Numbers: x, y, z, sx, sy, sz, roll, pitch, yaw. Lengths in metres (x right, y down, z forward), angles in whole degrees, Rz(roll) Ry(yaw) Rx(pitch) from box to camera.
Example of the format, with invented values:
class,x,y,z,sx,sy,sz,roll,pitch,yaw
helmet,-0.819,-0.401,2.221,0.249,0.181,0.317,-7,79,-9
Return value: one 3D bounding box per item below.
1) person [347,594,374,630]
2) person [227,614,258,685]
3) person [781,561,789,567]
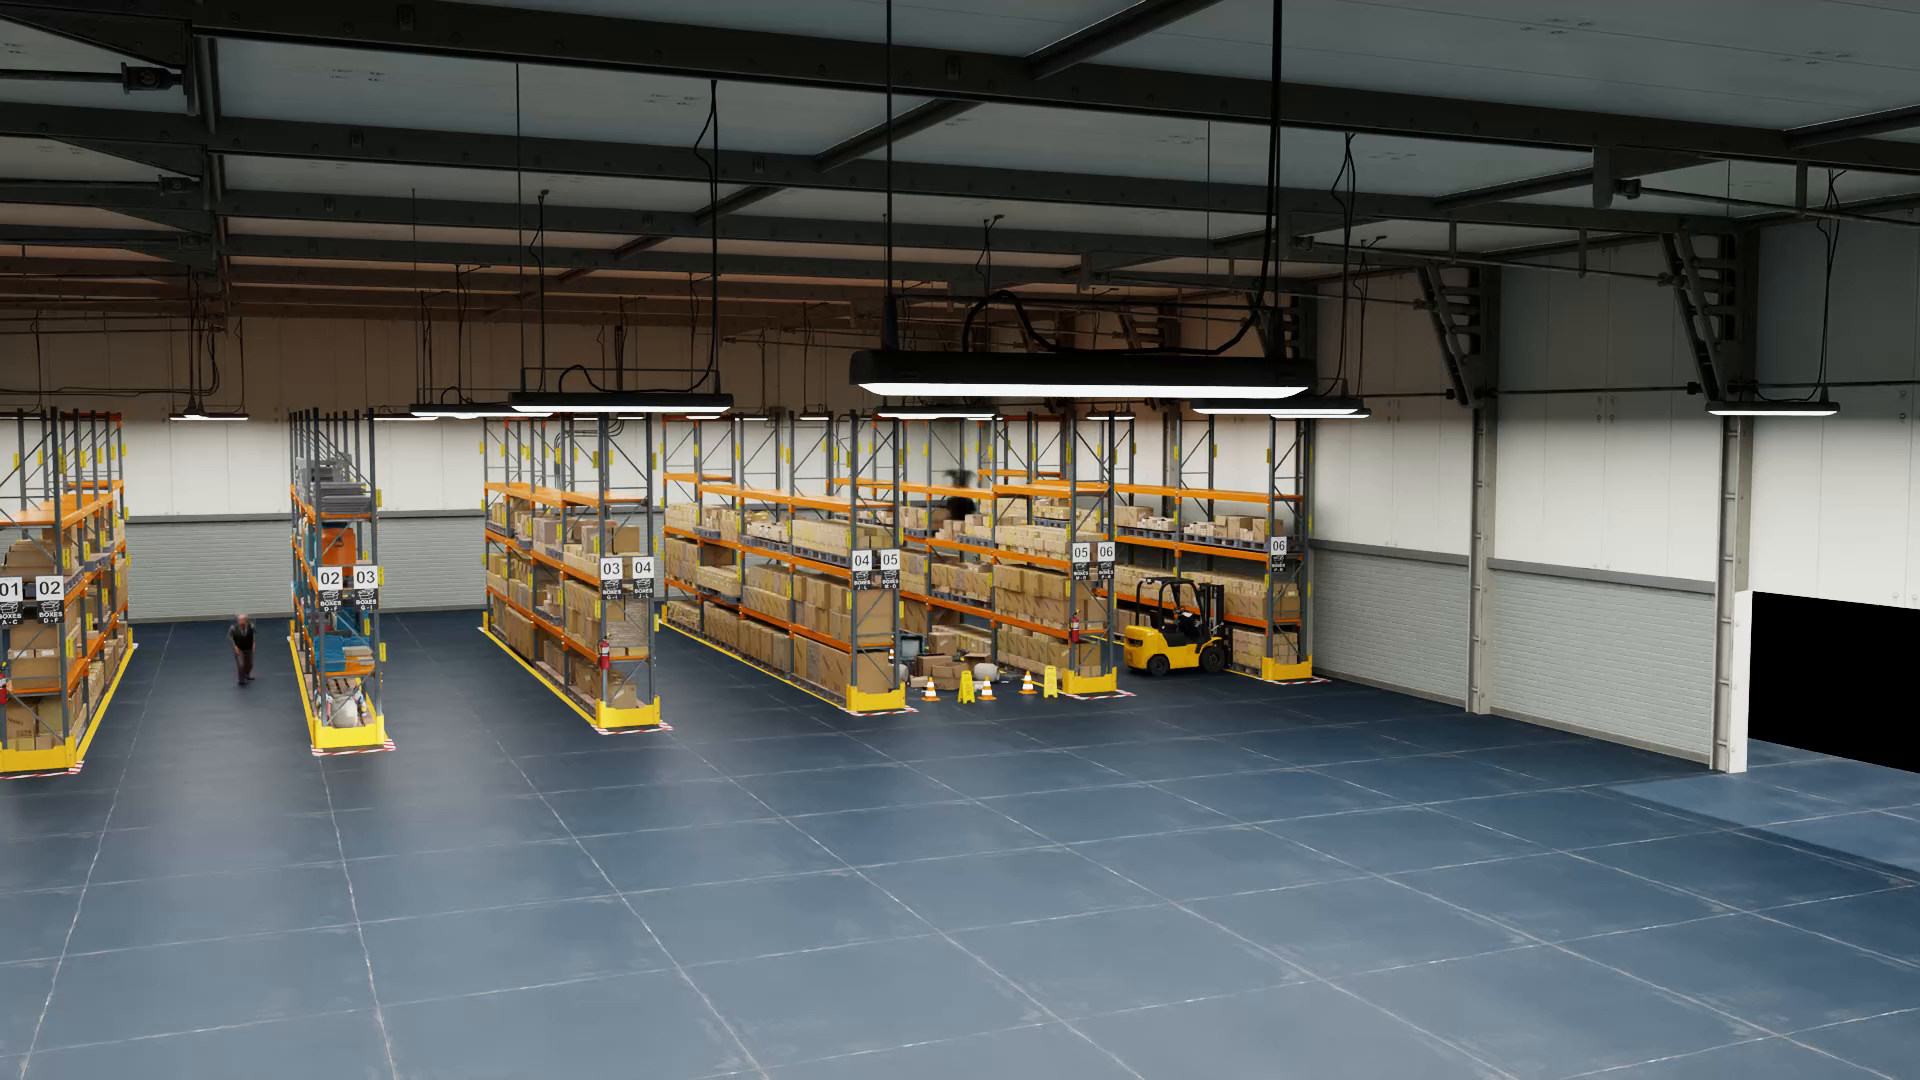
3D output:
class,x,y,z,sx,sy,sz,roll,pitch,yaw
person,-16.661,1.727,45.983,0.746,1.662,0.698,0,4,7
person,-15.732,2.435,36.490,0.845,1.478,0.696,4,6,45
person,-5.363,1.227,51.293,0.967,1.749,0.675,-3,5,-36
